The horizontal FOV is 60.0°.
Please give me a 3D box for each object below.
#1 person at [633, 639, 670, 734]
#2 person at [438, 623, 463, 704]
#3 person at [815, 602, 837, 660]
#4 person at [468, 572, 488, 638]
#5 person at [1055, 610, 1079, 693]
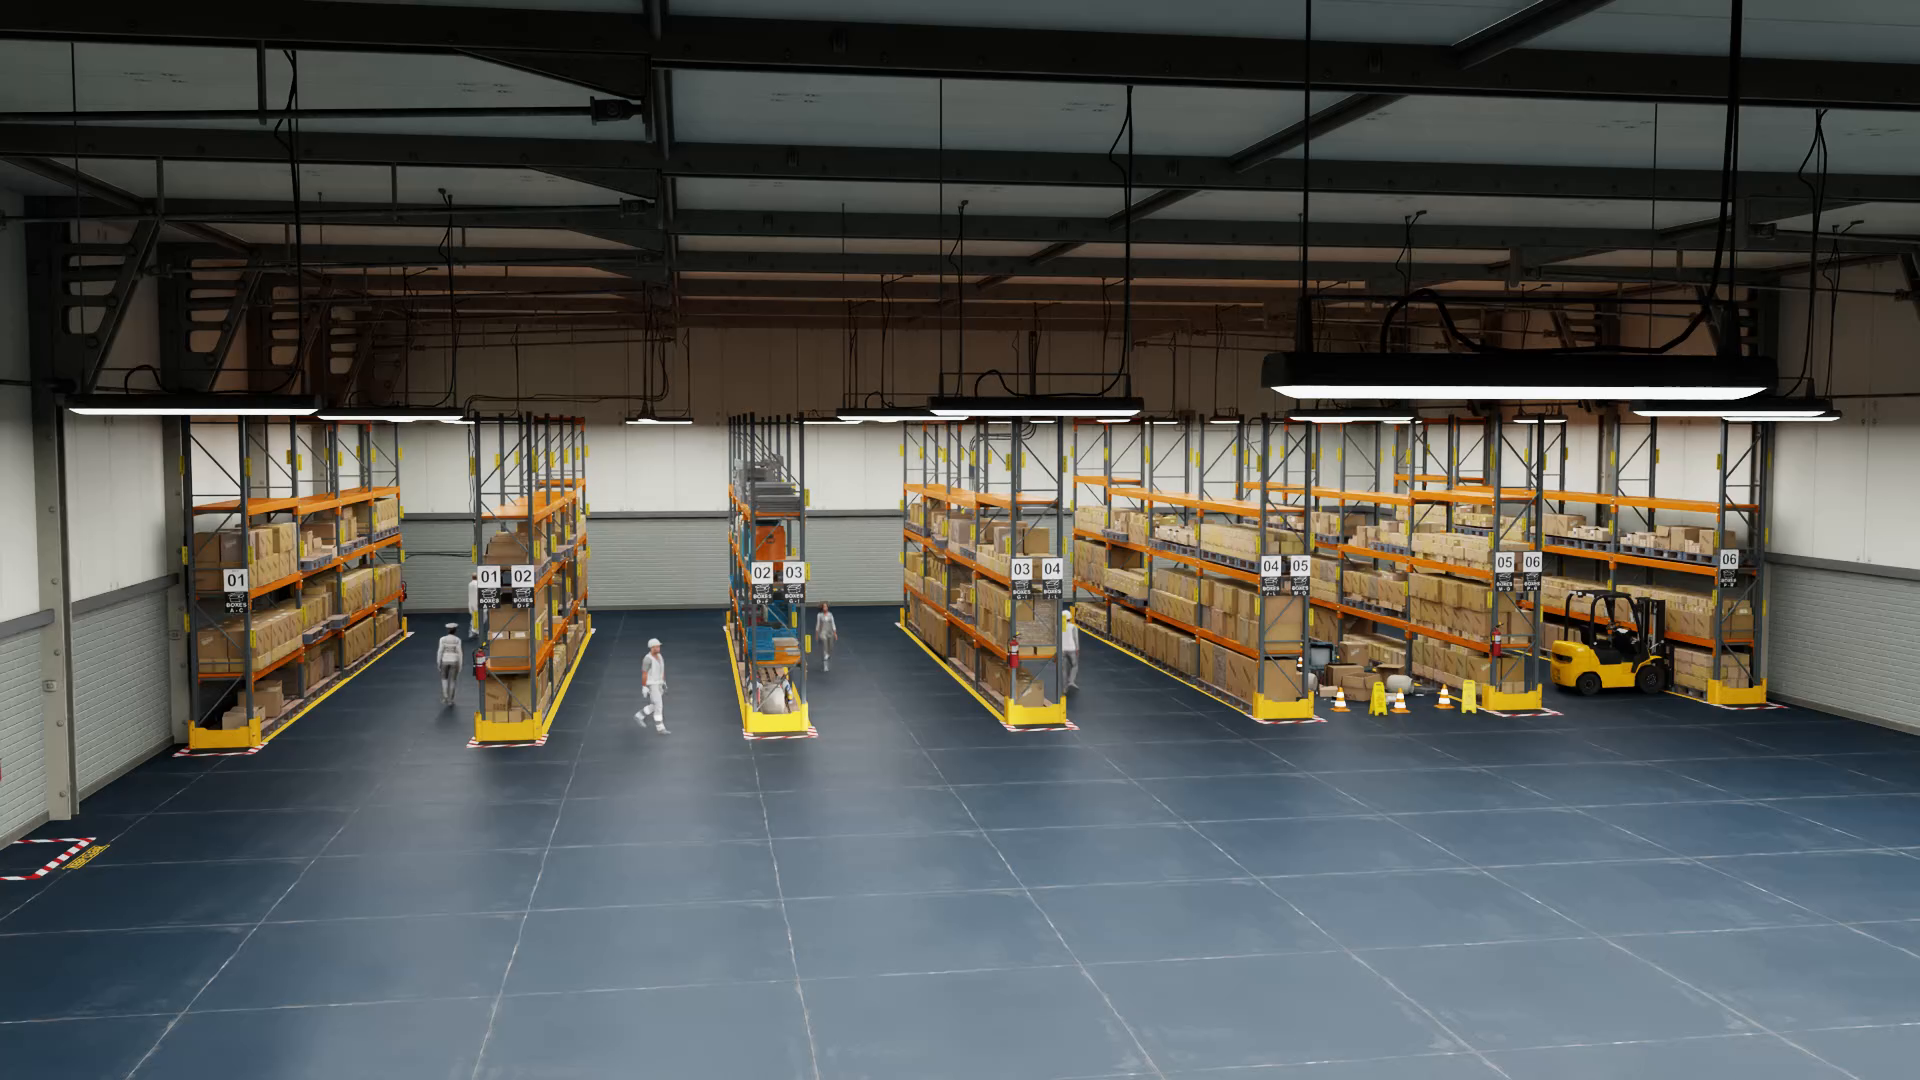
[{"bbox_3d":[-5.745,2.721,31.119,0.910,1.764,0.612,2,4,23],"label":"person"},{"bbox_3d":[-10.490,2.553,34.212,0.511,1.672,0.421,0,4,-6],"label":"person"},{"bbox_3d":[-3.143,2.143,39.067,0.465,1.350,0.941,-1,4,-18],"label":"person"},{"bbox_3d":[-13.132,1.854,45.088,0.601,1.566,0.516,3,5,33],"label":"person"},{"bbox_3d":[2.289,2.392,35.856,0.566,1.761,0.468,1,4,13],"label":"person"}]
